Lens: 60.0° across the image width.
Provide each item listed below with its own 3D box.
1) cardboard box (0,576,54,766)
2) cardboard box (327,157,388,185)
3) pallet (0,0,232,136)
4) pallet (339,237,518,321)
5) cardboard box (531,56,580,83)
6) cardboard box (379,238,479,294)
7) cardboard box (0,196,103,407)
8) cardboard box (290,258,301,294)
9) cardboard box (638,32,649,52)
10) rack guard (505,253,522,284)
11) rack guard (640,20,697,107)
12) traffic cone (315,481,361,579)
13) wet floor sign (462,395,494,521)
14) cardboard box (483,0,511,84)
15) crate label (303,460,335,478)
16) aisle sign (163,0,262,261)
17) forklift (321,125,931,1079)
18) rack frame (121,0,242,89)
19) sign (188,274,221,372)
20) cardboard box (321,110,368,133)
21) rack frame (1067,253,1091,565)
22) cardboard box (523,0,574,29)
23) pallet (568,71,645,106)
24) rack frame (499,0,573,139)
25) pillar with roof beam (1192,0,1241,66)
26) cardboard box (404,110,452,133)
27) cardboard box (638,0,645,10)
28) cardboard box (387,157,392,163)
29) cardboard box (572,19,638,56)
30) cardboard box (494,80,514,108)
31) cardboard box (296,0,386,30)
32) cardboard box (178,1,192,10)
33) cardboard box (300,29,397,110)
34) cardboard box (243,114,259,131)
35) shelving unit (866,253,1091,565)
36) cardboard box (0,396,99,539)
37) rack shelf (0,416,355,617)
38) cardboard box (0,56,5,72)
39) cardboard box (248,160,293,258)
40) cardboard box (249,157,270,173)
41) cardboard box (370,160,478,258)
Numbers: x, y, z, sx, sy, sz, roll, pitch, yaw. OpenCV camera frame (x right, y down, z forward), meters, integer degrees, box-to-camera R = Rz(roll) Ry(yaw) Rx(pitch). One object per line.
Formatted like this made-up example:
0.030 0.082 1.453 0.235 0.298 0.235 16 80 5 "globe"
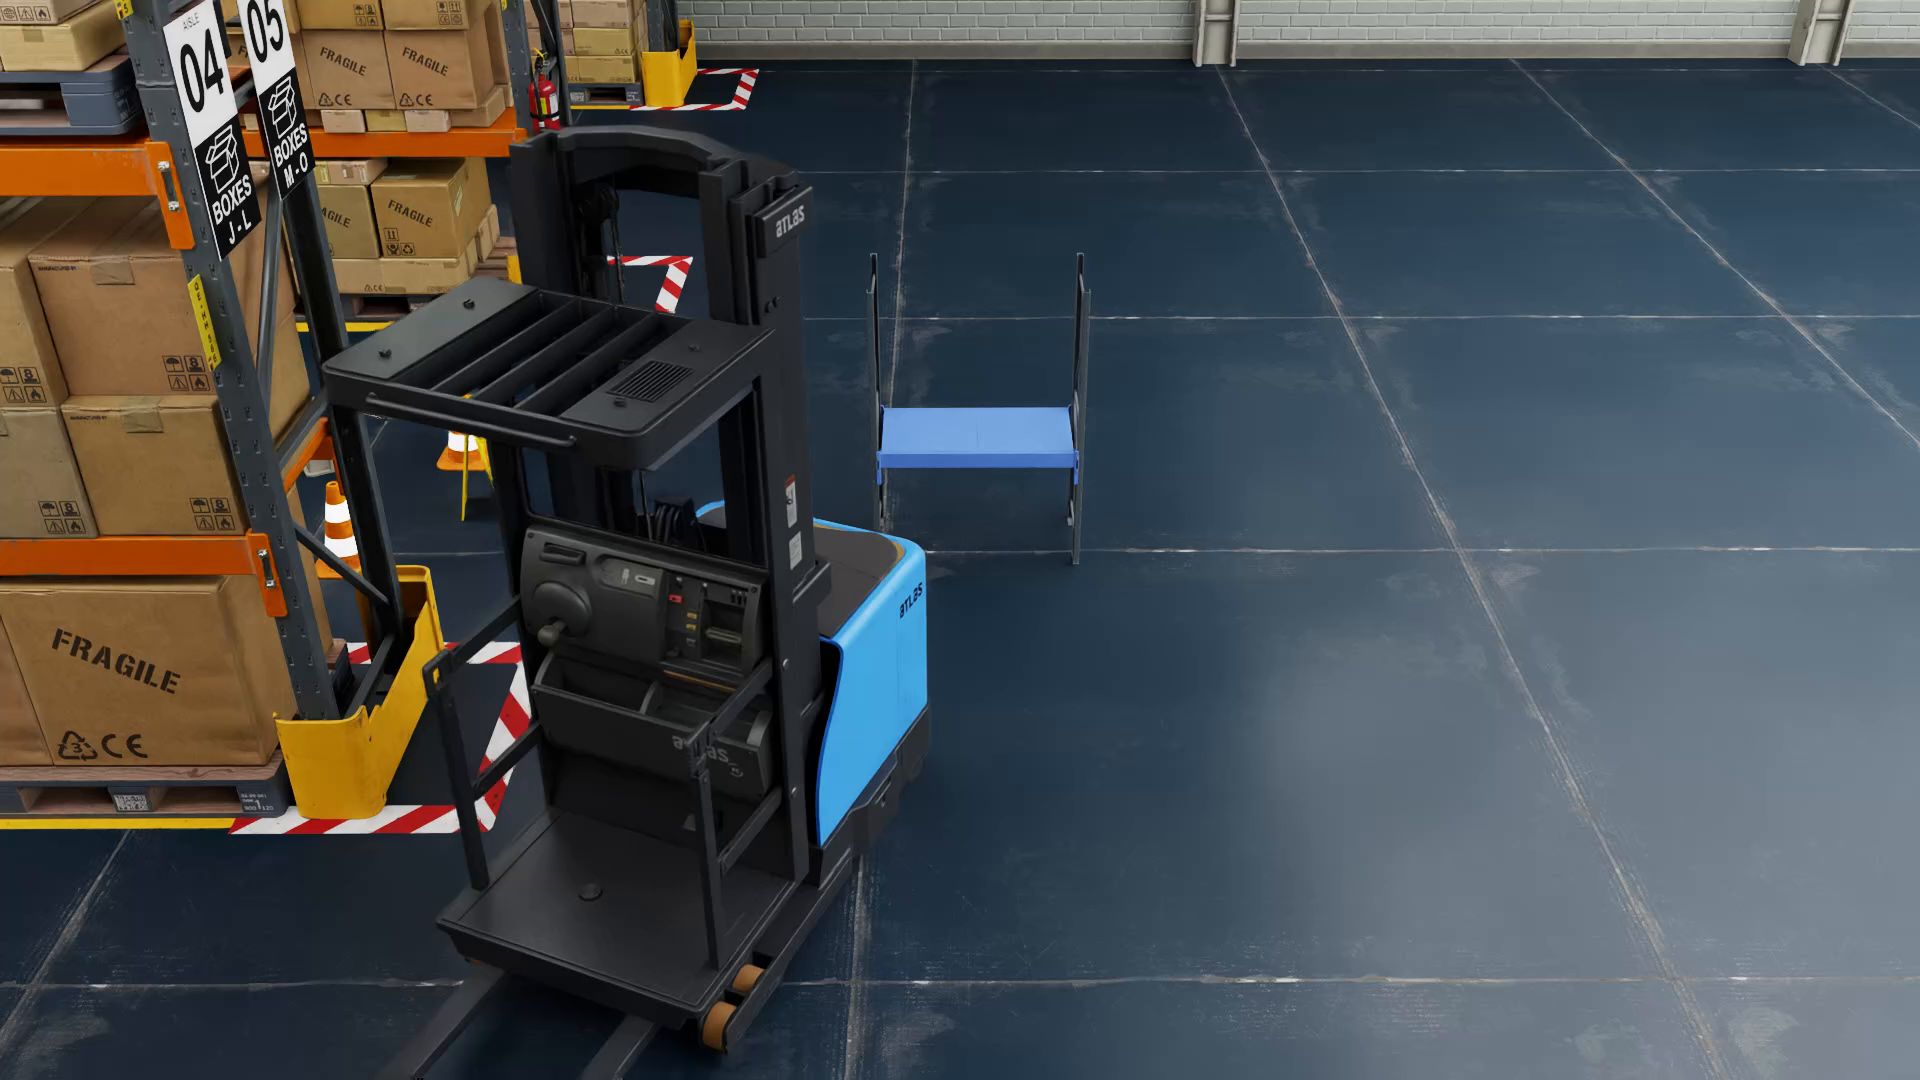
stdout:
-4.156 0.334 6.951 0.875 0.875 0.875 -1 31 -1 "cardboard box"
-3.896 -2.430 10.761 0.250 0.149 0.380 1 31 1 "cardboard box"
-3.341 -1.671 5.807 1.213 0.211 1.003 0 31 0 "pallet"
-3.618 -1.825 11.555 1.213 0.211 1.003 0 31 0 "pallet"
-3.729 -4.419 15.387 0.500 0.250 0.500 0 31 0 "cardboard box"
-3.561 -1.864 11.176 0.500 0.250 0.500 0 31 -1 "cardboard box"
-3.520 -0.930 6.205 0.550 0.550 0.875 0 31 0 "cardboard box"
-4.578 -1.862 11.173 0.500 0.250 0.500 -1 31 -2 "cardboard box"
-3.256 -4.681 15.819 0.500 0.250 0.500 0 31 0 "cardboard box"
-2.806 -1.933 11.454 0.348 0.500 1.175 0 31 0 "rack guard"
-2.739 -4.508 15.698 0.348 0.500 1.175 0 31 0 "rack guard"
-3.139 -0.085 8.444 0.334 0.463 0.336 0 31 0 "traffic cone"
-2.582 -0.455 8.878 0.232 0.644 0.267 -5 32 -9 "wet floor sign"
-3.205 -3.314 10.938 0.500 0.500 0.500 -1 31 -1 "cardboard box"
-3.591 -0.498 9.439 0.298 0.136 0.250 -17 35 -26 "crate label"
-2.526 -1.391 5.644 0.004 0.787 0.394 0 31 0 "aisle sign"
-1.171 0.276 5.469 1.130 2.935 3.031 13 33 20 "forklift"
-2.599 -3.000 5.019 0.127 3.000 1.000 0 31 0 "rack frame"
-2.610 -0.749 5.749 0.005 0.325 0.100 0 31 0 "sign"
-3.869 -2.718 10.580 0.250 0.149 0.380 0 31 1 "cardboard box"
0.594 -0.643 8.364 0.032 1.500 0.500 0 31 0 "rack frame"
-3.733 -4.840 15.118 0.500 0.250 0.500 0 31 1 "cardboard box"
-3.528 -4.360 15.733 1.213 0.211 1.003 0 31 0 "pallet"
-2.730 -3.002 10.806 0.127 3.000 1.000 0 31 0 "rack frame"
2.561 -6.393 10.611 0.400 9.000 9.100 0 31 0 "pillar with roof beam"
-3.355 -2.724 10.590 0.250 0.149 0.380 -1 31 -1 "cardboard box"
-3.245 -5.105 15.554 0.500 0.250 0.500 -1 31 -1 "cardboard box"
-4.085 -2.463 11.441 0.500 0.500 0.500 -1 31 -2 "cardboard box"
-3.248 -4.631 15.255 0.500 0.250 0.500 -1 31 -1 "cardboard box"
-3.071 -3.001 11.046 0.250 0.149 0.380 0 31 0 "cardboard box"
-3.745 -3.487 10.258 0.500 0.500 0.700 0 31 0 "cardboard box"
-2.944 -1.997 5.999 0.250 0.149 0.380 0 31 0 "cardboard box"
-3.772 -3.028 10.466 0.500 0.500 0.500 0 31 0 "cardboard box"
-4.381 -2.742 10.620 0.250 0.149 0.380 0 31 -1 "cardboard box"
0.085 -0.641 8.361 1.048 1.500 0.538 0 31 0 "shelving unit"
-3.520 -0.461 6.474 0.550 0.550 0.875 0 31 0 "cardboard box"
-4.599 -0.121 6.751 4.000 0.370 1.077 0 31 0 "rack shelf"
-3.181 -1.655 5.435 0.250 0.149 0.380 0 31 0 "cardboard box"
-4.556 -2.187 10.987 0.500 0.500 0.500 -1 31 -1 "cardboard box"
-4.411 -2.431 10.763 0.250 0.149 0.380 1 31 2 "cardboard box"
-3.529 -2.189 10.989 0.500 0.500 0.500 0 31 0 "cardboard box"
